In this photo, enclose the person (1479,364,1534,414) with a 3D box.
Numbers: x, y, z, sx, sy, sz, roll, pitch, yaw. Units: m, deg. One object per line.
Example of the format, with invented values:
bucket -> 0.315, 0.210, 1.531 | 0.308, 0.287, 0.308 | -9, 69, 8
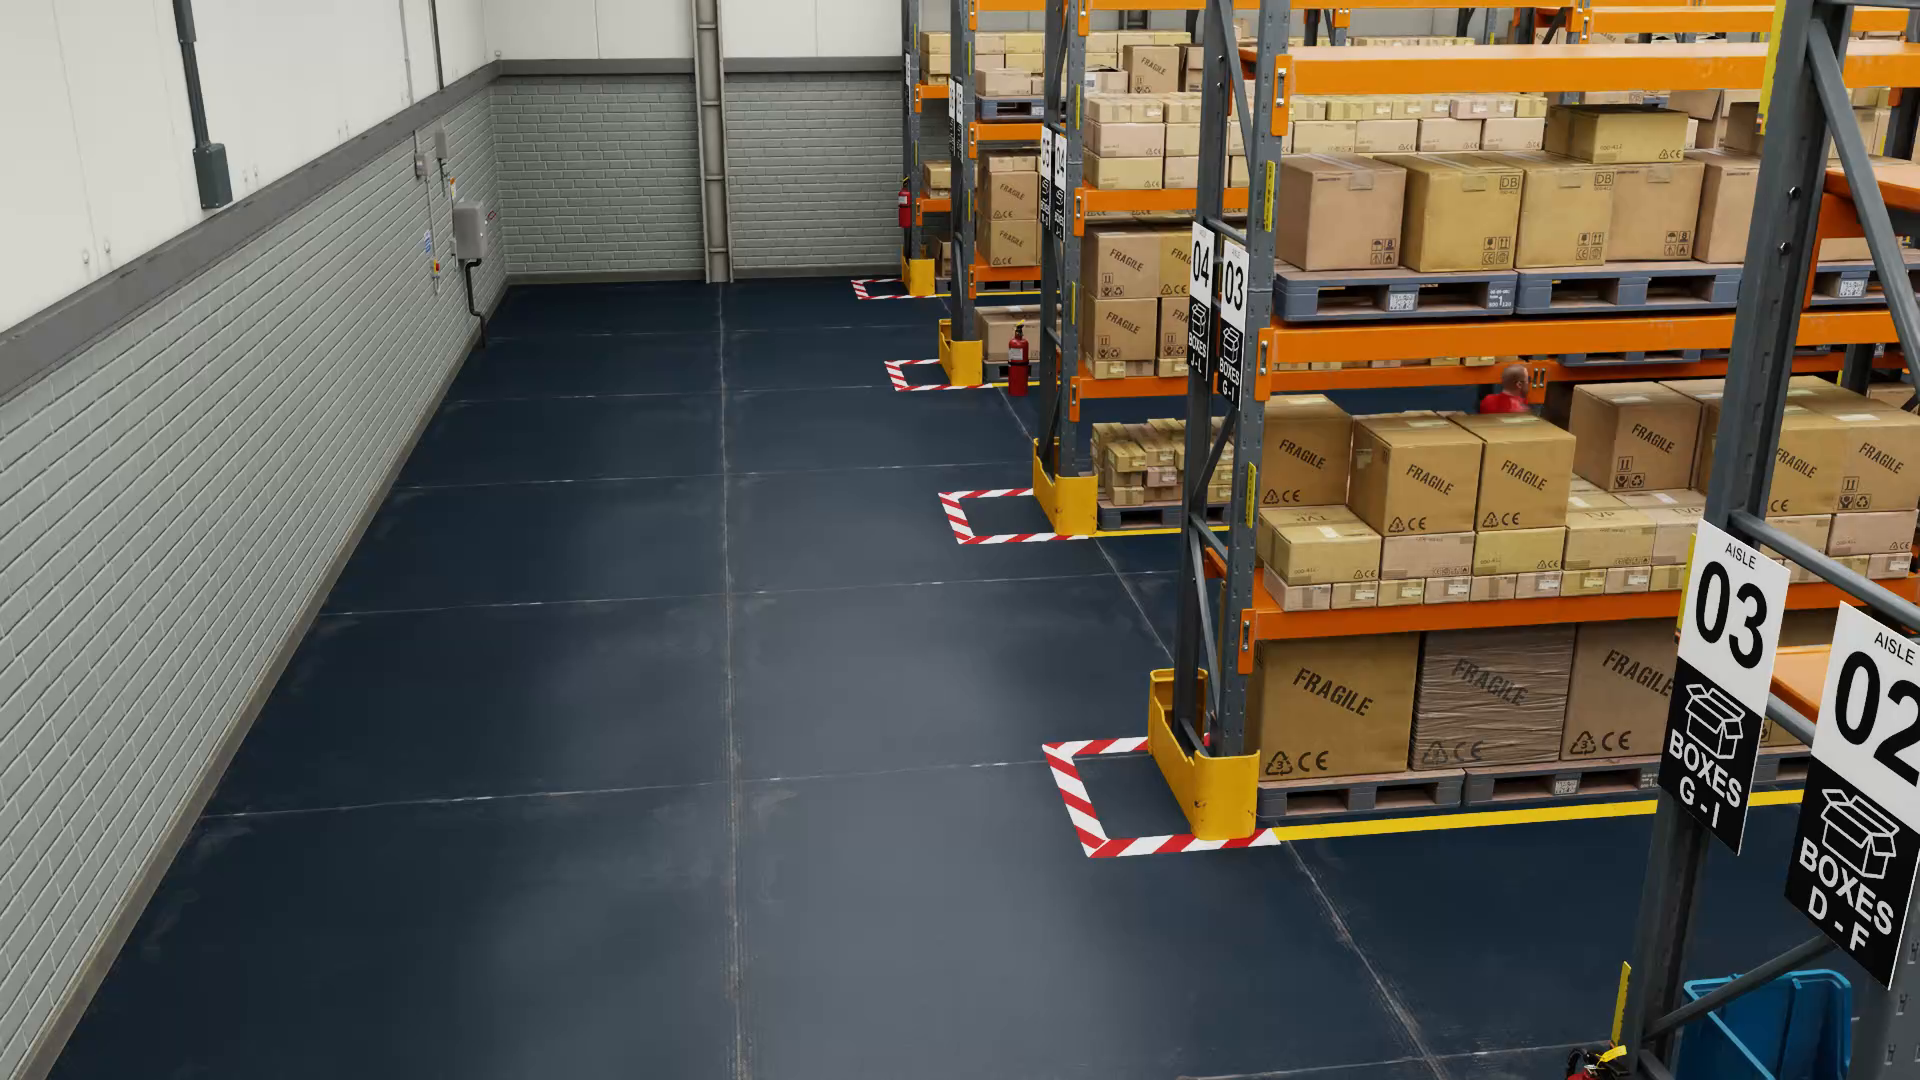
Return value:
person -> 4.020, -0.466, 12.313 | 0.577, 1.713, 0.554 | -10, 22, -25
